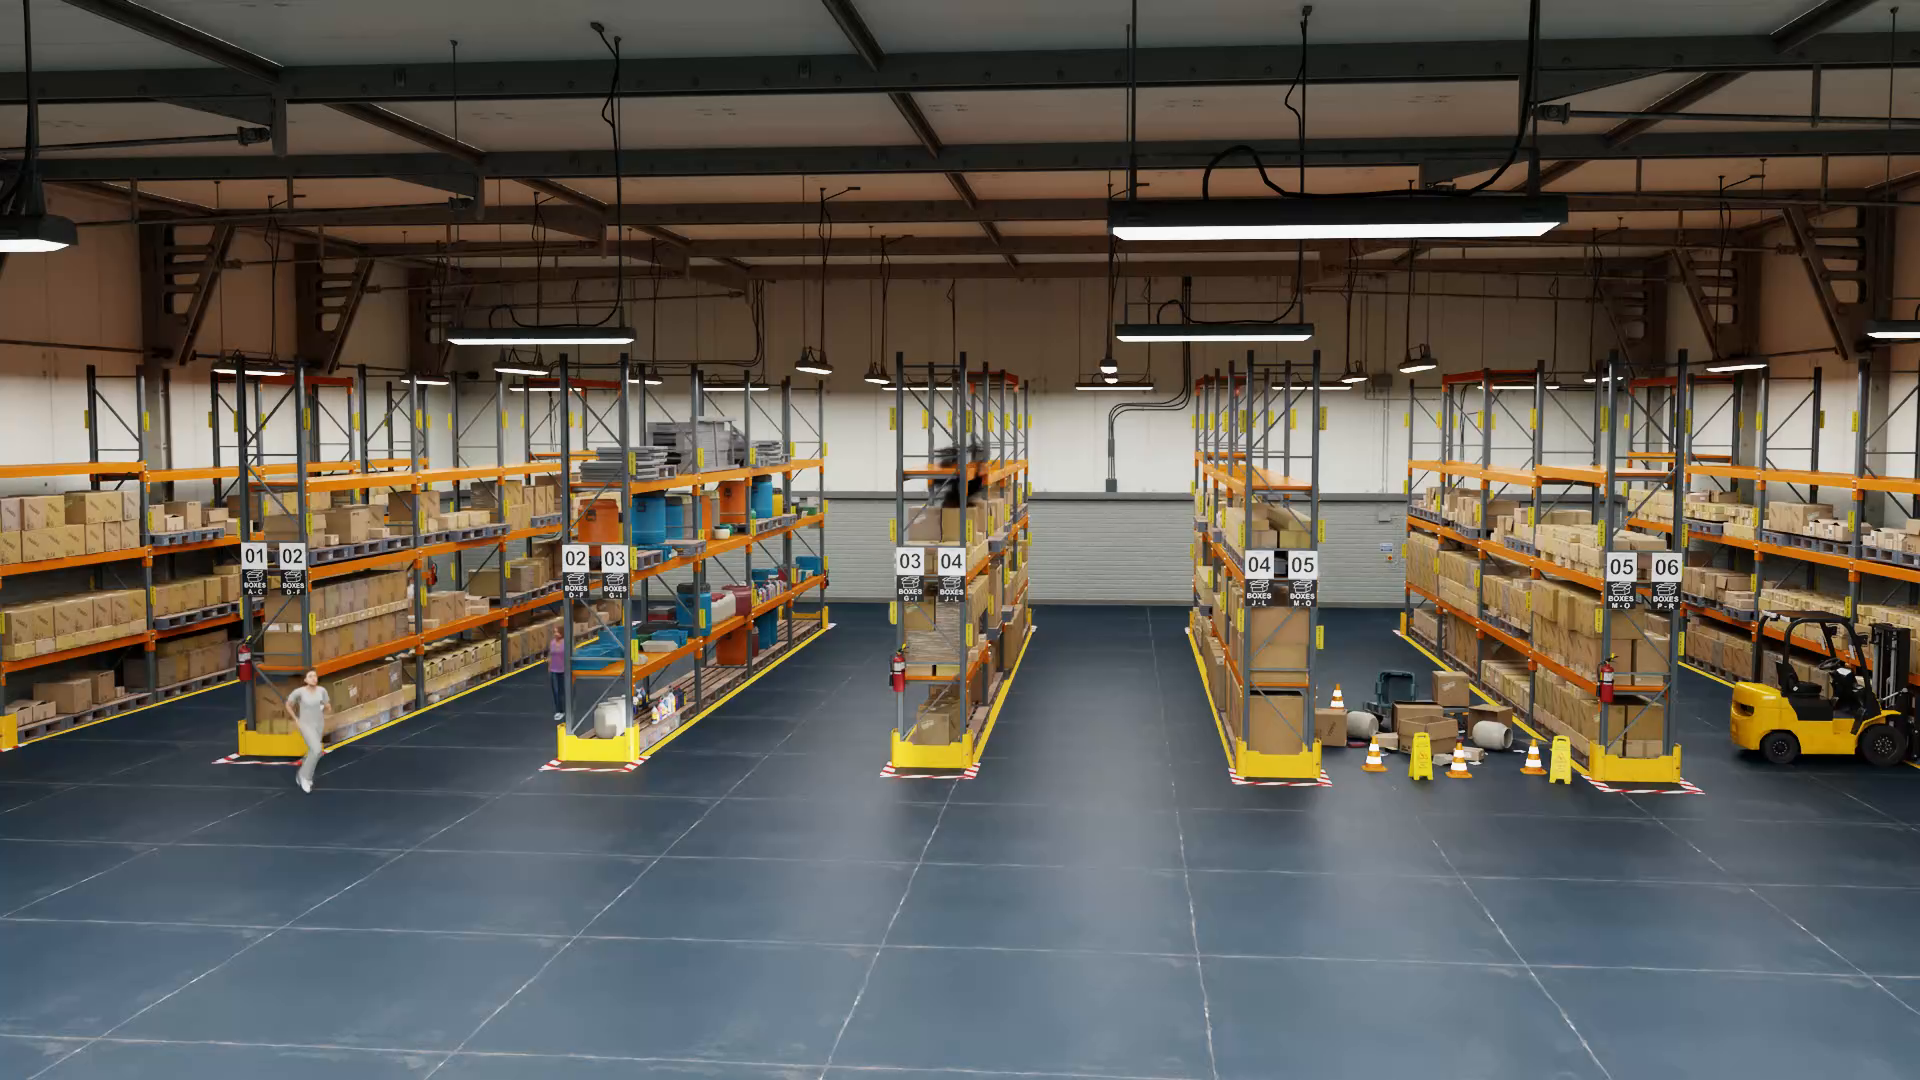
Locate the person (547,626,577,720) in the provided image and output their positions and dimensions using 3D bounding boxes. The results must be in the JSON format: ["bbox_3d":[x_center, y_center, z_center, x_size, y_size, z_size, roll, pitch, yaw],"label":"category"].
[{"bbox_3d":[-6.735,2.234,28.162,0.542,1.570,0.555,1,4,9],"label":"person"}]

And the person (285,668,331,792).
[{"bbox_3d":[-8.798,2.574,22.601,0.674,1.678,0.540,3,5,37],"label":"person"}]

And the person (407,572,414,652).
[{"bbox_3d":[-12.080,1.567,36.456,0.594,1.747,0.712,0,4,0],"label":"person"}]
